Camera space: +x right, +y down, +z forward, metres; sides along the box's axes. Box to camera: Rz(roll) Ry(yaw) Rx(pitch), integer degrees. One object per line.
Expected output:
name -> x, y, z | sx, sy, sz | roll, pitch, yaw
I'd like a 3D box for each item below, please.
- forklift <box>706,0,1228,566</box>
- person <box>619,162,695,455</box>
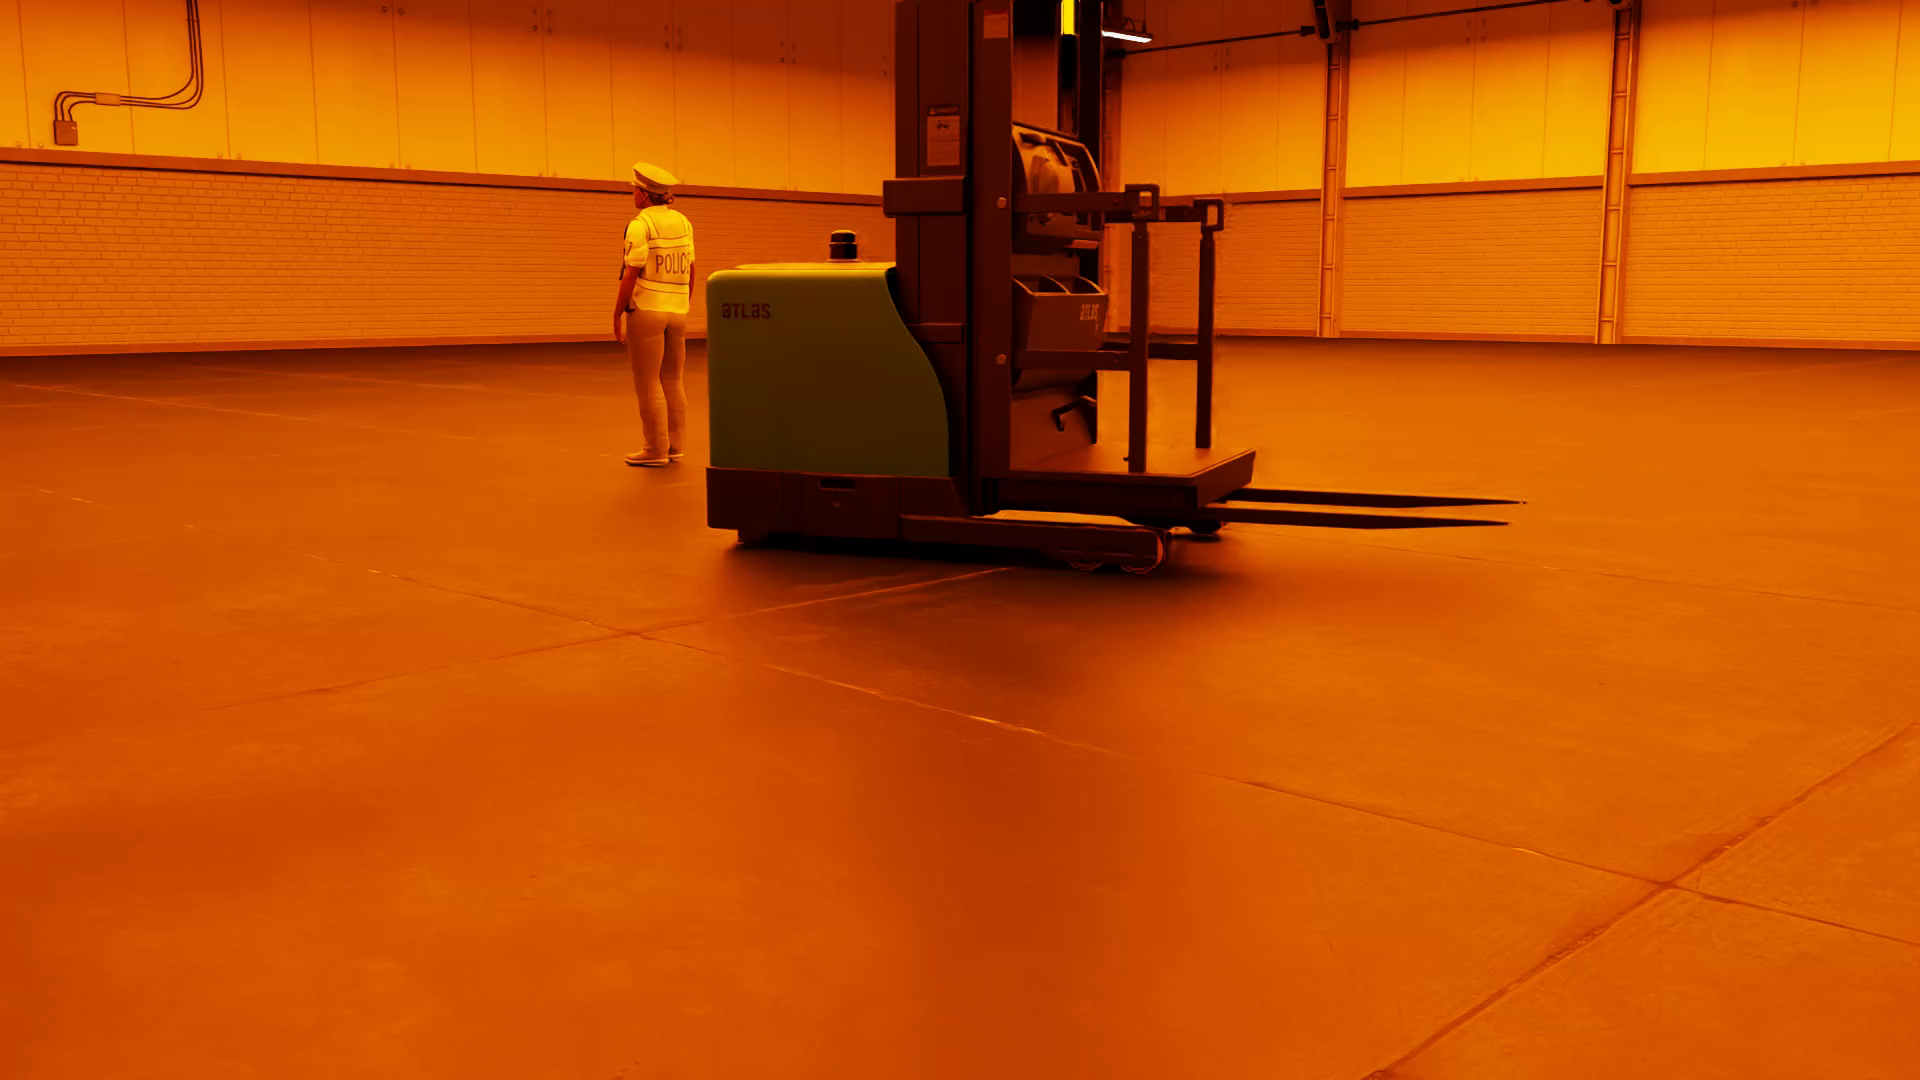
forklift -> 0.565, -1.416, 6.275 | 3.031, 2.935, 1.130 | 3, 9, 22
person -> -1.719, -1.303, 9.409 | 0.393, 1.631, 0.511 | 7, 11, 37
